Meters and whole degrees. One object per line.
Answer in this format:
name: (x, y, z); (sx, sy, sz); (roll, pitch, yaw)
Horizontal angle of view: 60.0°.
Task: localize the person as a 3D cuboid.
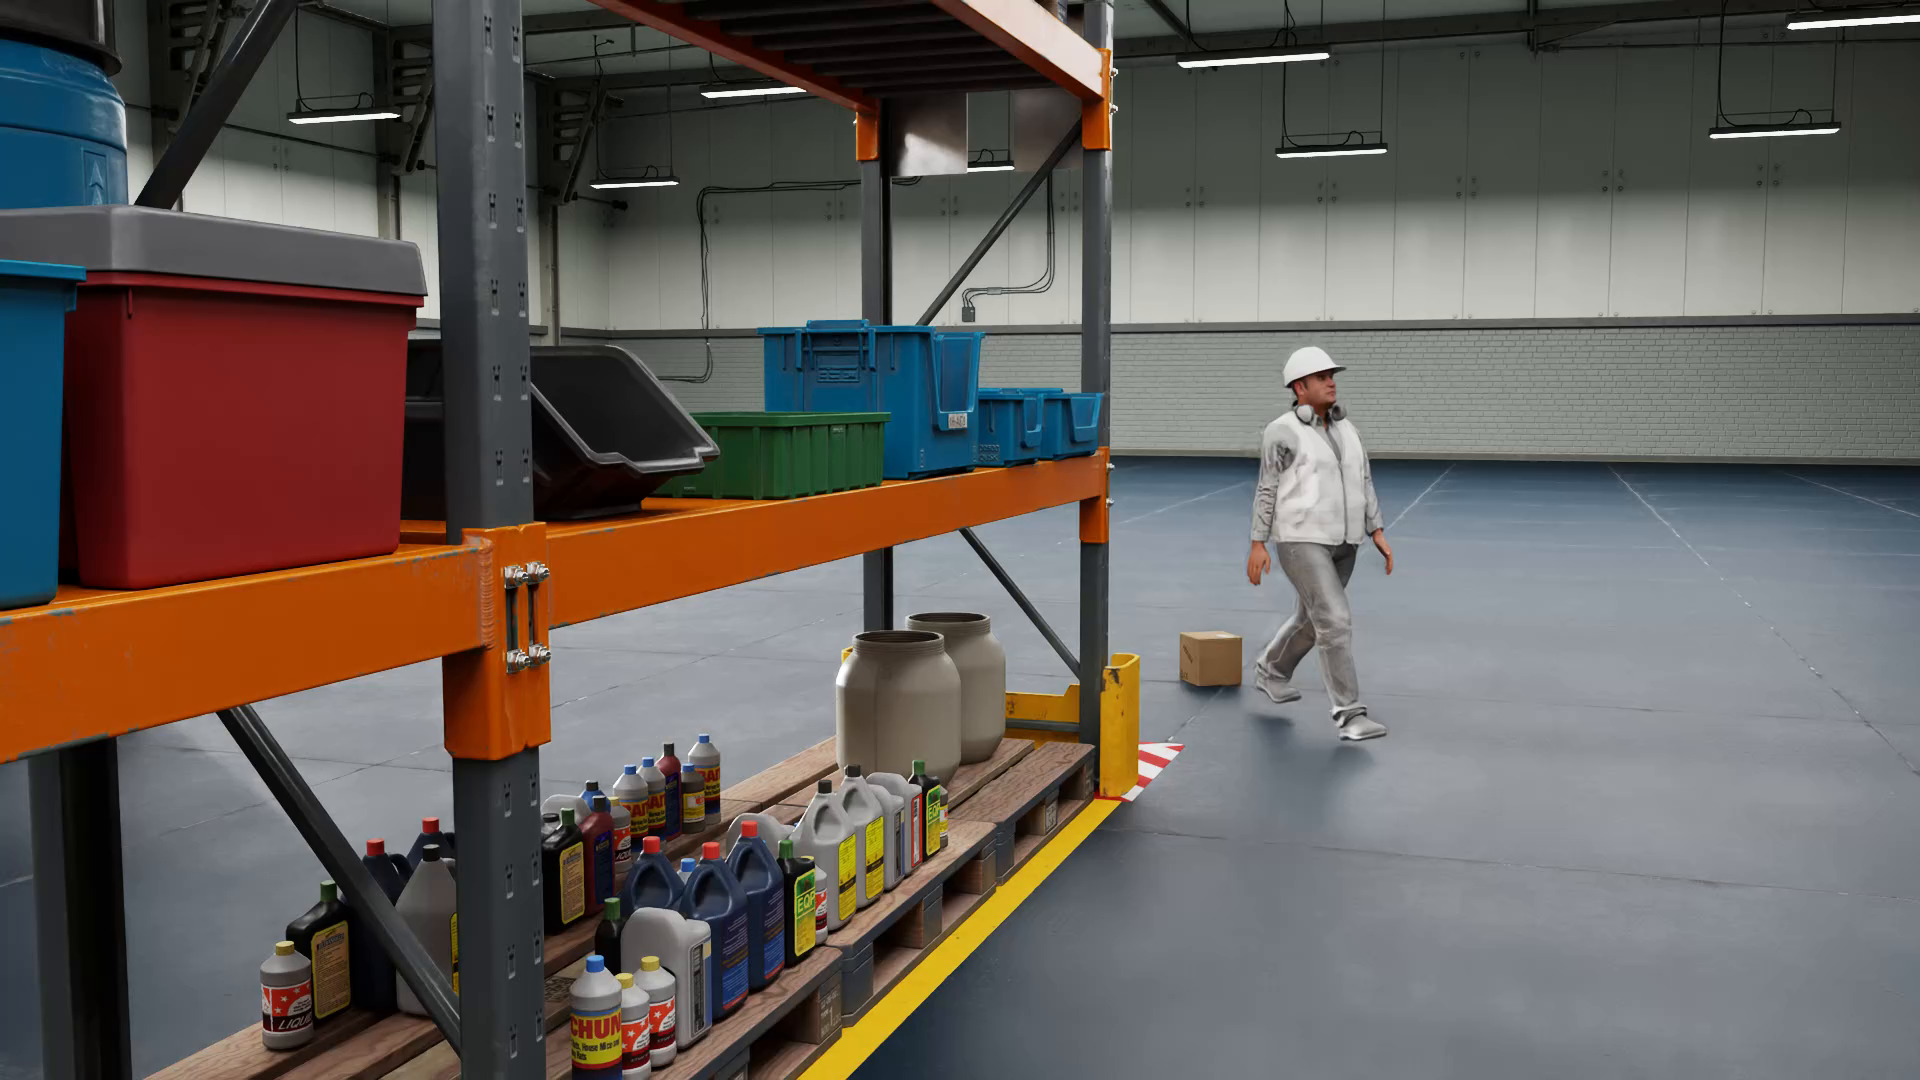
person: (1.641, -0.005, 7.498); (0.562, 1.723, 1.067); (-3, 6, -32)
